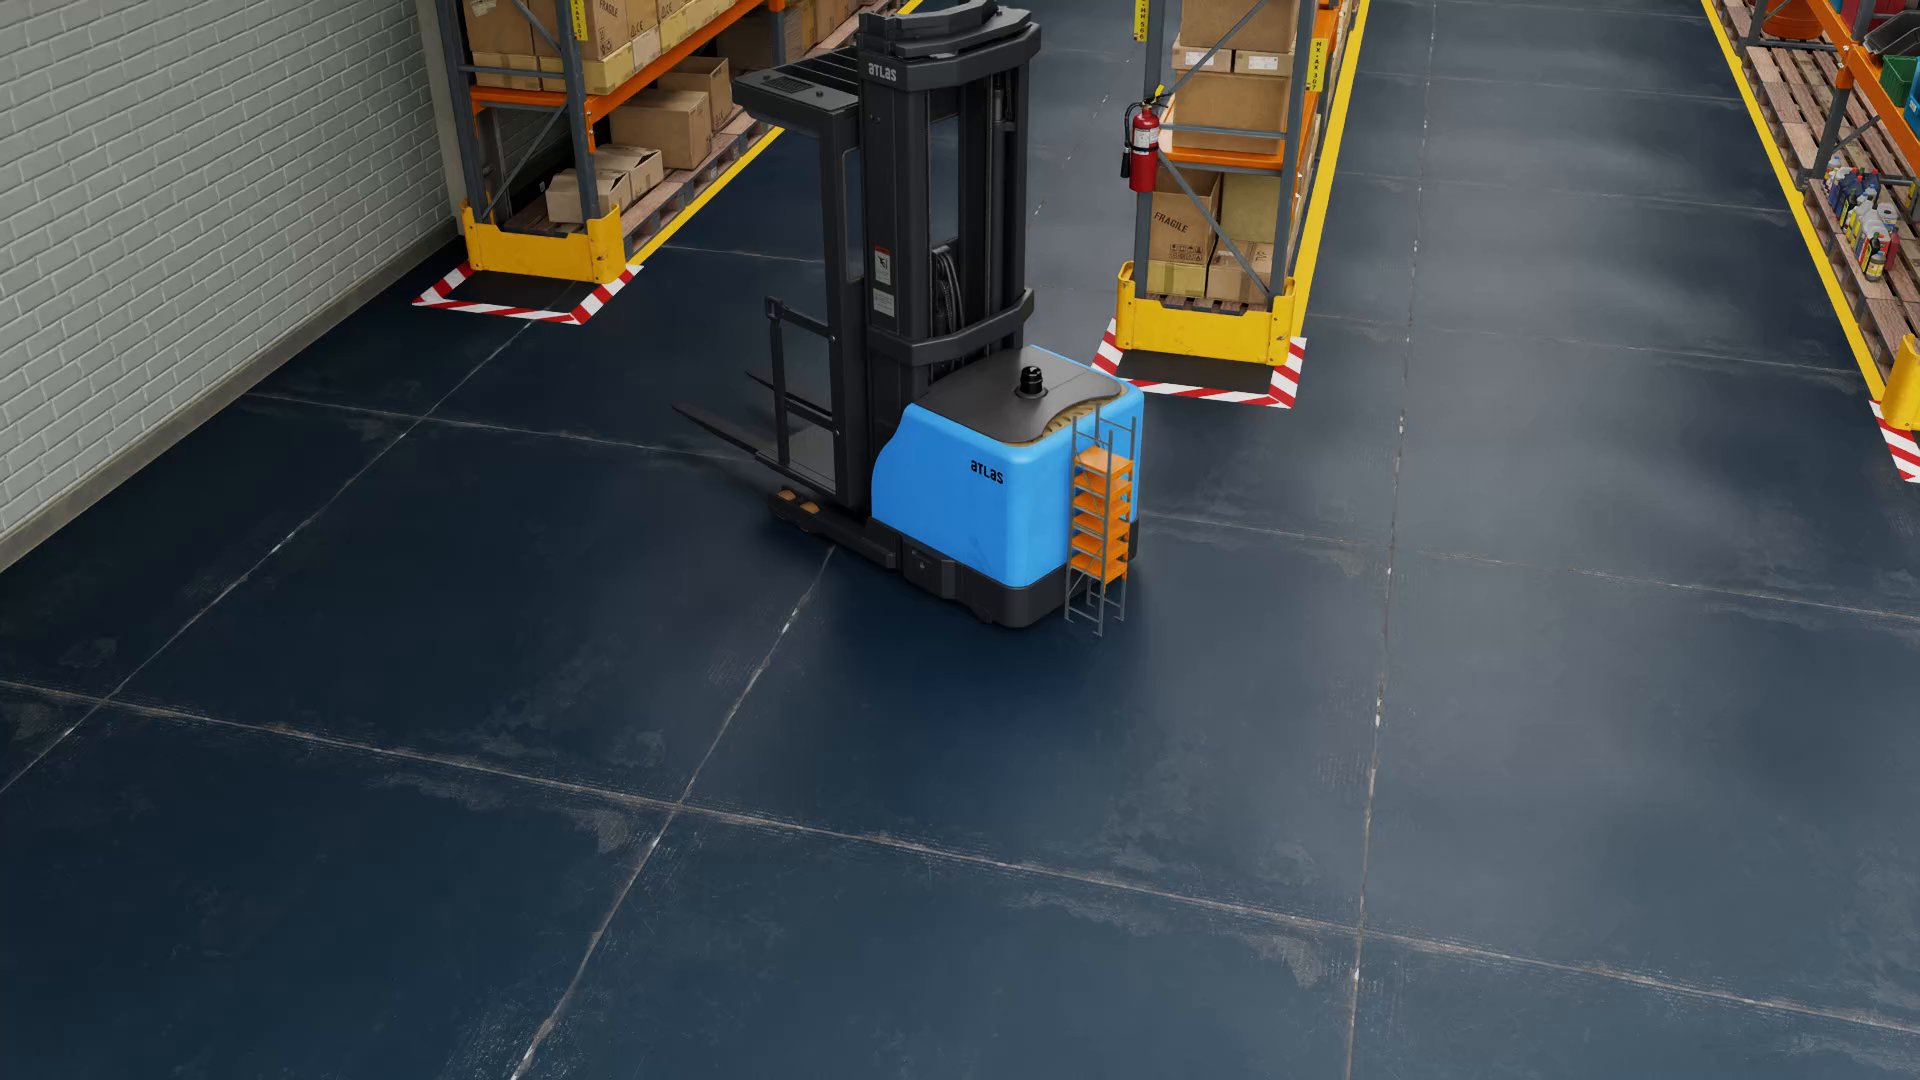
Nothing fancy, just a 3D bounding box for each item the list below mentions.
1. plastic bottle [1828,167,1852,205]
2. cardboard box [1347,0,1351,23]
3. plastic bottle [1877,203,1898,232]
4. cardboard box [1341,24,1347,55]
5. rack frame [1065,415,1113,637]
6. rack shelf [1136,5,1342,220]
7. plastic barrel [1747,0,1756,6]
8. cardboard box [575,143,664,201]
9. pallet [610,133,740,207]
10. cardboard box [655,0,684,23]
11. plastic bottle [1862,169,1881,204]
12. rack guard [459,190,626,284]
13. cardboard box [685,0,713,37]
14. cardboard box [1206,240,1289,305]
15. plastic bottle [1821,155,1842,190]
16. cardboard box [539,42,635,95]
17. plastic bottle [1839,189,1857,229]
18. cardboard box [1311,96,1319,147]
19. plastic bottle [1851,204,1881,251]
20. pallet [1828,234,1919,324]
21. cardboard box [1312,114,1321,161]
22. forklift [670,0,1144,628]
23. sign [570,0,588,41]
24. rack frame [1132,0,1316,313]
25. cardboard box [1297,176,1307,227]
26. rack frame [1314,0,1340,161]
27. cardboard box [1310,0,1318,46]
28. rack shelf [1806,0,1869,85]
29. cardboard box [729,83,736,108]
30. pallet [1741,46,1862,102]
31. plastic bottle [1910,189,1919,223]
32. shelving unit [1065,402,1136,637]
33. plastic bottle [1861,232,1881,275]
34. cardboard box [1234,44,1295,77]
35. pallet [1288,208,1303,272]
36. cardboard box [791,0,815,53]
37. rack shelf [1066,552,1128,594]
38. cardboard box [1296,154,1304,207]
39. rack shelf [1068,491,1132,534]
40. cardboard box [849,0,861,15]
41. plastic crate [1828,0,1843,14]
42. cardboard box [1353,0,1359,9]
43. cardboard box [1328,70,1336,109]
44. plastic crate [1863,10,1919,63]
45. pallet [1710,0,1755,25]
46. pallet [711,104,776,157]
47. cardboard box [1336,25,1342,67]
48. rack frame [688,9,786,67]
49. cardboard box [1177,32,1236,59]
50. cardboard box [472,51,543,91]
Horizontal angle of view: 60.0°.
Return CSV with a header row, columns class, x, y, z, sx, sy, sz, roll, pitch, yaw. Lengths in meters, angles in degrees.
class,x,y,z,sx,sy,sz,roll,pitch,yaw
plastic bottle,6.909,-2.766,13.004,0.152,0.276,0.135,9,34,14
cardboard box,3.674,-5.437,16.725,0.500,0.311,0.500,8,33,12
plastic bottle,6.857,-2.355,12.357,0.152,0.276,0.135,8,33,12
cardboard box,3.539,-4.941,16.468,0.500,0.250,0.500,9,33,13
rack frame,0.637,-0.053,8.285,0.240,1.200,0.006,26,40,34
rack shelf,2.172,-3.342,12.451,1.077,0.370,4.000,8,33,12
plastic barrel,8.879,-6.084,17.951,0.600,0.588,0.708,8,33,12
cardboard box,-2.721,-2.974,13.298,0.500,0.311,0.500,11,34,16
pallet,-2.557,-3.191,14.142,1.003,0.211,1.213,8,33,12
cardboard box,-2.444,-4.271,12.664,0.500,0.500,0.500,7,33,11
plastic bottle,7.003,-2.693,12.819,0.144,0.351,0.185,8,33,12
rack guard,-3.109,-2.265,12.416,1.175,0.500,0.348,8,33,12
cardboard box,-2.314,-4.232,13.302,0.500,0.250,0.500,8,33,13
cardboard box,2.015,-1.872,11.641,0.500,0.250,0.500,8,33,12
plastic bottle,6.965,-2.936,13.275,0.097,0.271,0.097,0,32,0
cardboard box,-2.697,-3.435,12.049,0.500,0.250,0.500,7,33,11
plastic bottle,6.733,-2.506,12.588,0.061,0.283,0.133,9,34,15
cardboard box,2.635,-3.488,13.484,0.500,0.500,0.500,8,33,12
plastic bottle,6.660,-2.297,12.197,0.144,0.351,0.185,9,34,14
pallet,6.951,-1.852,12.037,1.003,0.211,1.213,8,33,12
cardboard box,2.773,-3.430,14.090,0.500,0.250,0.500,8,33,12
forklift,-0.454,-1.465,8.893,3.031,2.935,1.130,27,41,35
sign,-2.603,-3.572,11.335,0.100,0.325,0.005,8,33,12
rack frame,1.664,-2.608,10.626,1.000,3.000,0.127,8,33,12
cardboard box,2.398,-2.651,12.865,0.500,0.250,0.500,8,33,12
rack frame,2.679,-4.683,13.891,1.000,3.000,0.127,8,33,12
cardboard box,2.445,-4.220,13.068,0.700,0.500,0.500,8,33,12
rack shelf,7.977,-4.741,14.652,1.077,0.370,4.000,8,33,12
cardboard box,-2.220,-4.064,15.148,0.380,0.166,0.250,4,33,6
pallet,8.251,-4.509,16.216,1.003,0.211,1.213,8,33,12
plastic bottle,7.387,-2.577,12.707,0.152,0.276,0.135,8,33,12
shelving unit,0.698,-0.090,8.343,0.258,1.200,0.189,26,40,34
plastic bottle,6.509,-2.046,11.865,0.061,0.283,0.133,9,33,14
cardboard box,1.972,-3.098,10.699,0.380,0.149,0.250,8,33,12
pallet,2.129,-2.465,13.000,1.003,0.211,1.213,8,33,12
cardboard box,-1.860,-5.146,16.538,0.700,0.500,0.500,7,33,11
rack shelf,0.698,0.150,8.495,0.258,0.103,0.180,26,40,34
cardboard box,2.255,-2.710,12.259,0.500,0.500,0.500,8,33,12
rack shelf,0.698,-0.154,8.302,0.258,0.103,0.180,26,40,34
cardboard box,-1.474,-5.930,17.772,0.700,0.500,0.500,8,33,12
plastic crate,7.449,-4.615,13.798,0.392,0.384,0.575,8,33,12
cardboard box,4.086,-6.087,18.019,0.500,0.500,0.500,9,34,14
cardboard box,3.152,-4.141,15.209,0.500,0.250,0.500,9,33,14
plastic crate,7.214,-3.726,12.443,0.767,0.338,0.504,8,33,12
pallet,8.956,-5.952,18.485,1.003,0.211,1.213,8,33,12
pallet,-2.249,-3.826,15.141,1.003,0.211,1.213,8,33,12
cardboard box,3.287,-4.645,15.480,0.500,0.311,0.500,7,33,11
rack frame,-2.113,-5.356,14.949,1.000,3.000,0.127,8,33,12
cardboard box,1.642,-3.284,10.991,0.380,0.149,0.250,9,34,14
cardboard box,-3.197,-3.494,12.141,0.500,0.250,0.500,8,33,13
